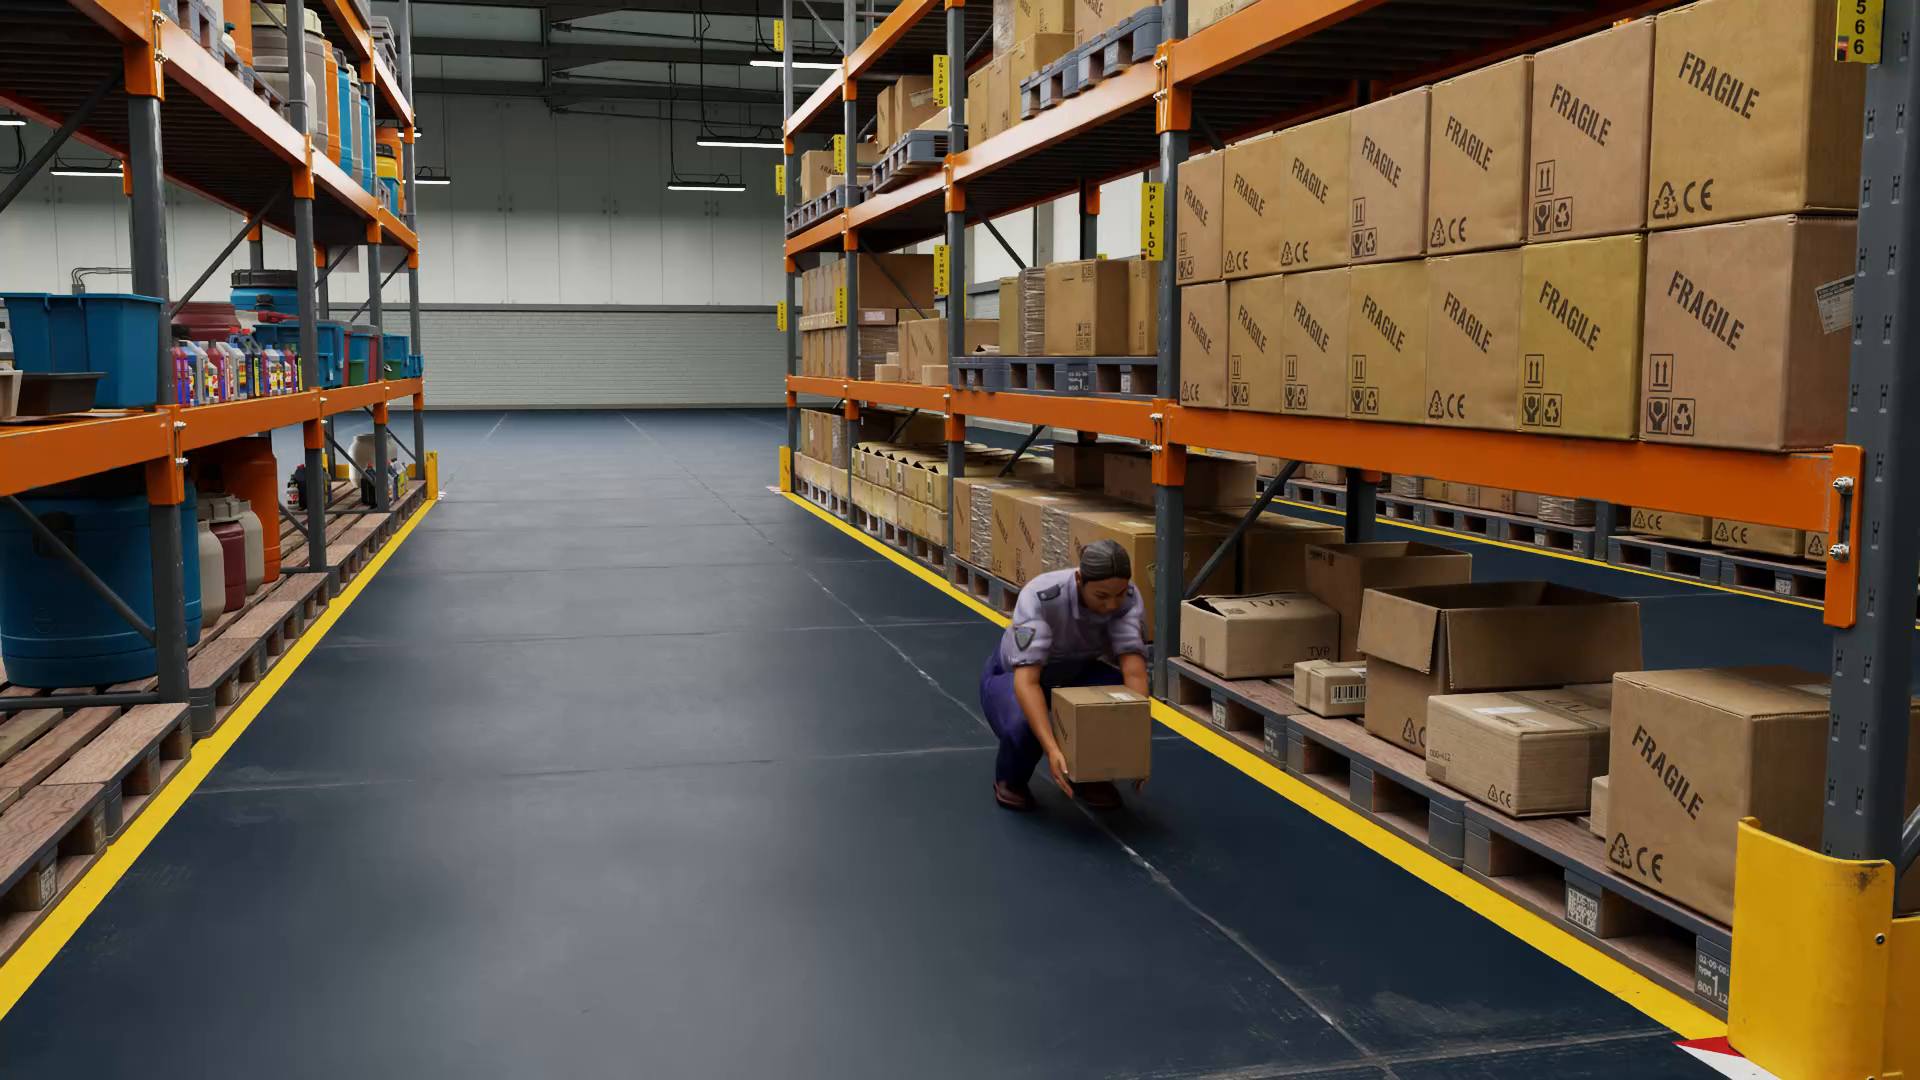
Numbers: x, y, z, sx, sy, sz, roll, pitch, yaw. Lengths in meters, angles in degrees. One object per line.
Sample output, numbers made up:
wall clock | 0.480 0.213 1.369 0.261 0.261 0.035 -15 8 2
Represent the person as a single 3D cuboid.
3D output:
person | 0.366 0.447 5.504 0.504 0.940 0.740 -2 6 -15
